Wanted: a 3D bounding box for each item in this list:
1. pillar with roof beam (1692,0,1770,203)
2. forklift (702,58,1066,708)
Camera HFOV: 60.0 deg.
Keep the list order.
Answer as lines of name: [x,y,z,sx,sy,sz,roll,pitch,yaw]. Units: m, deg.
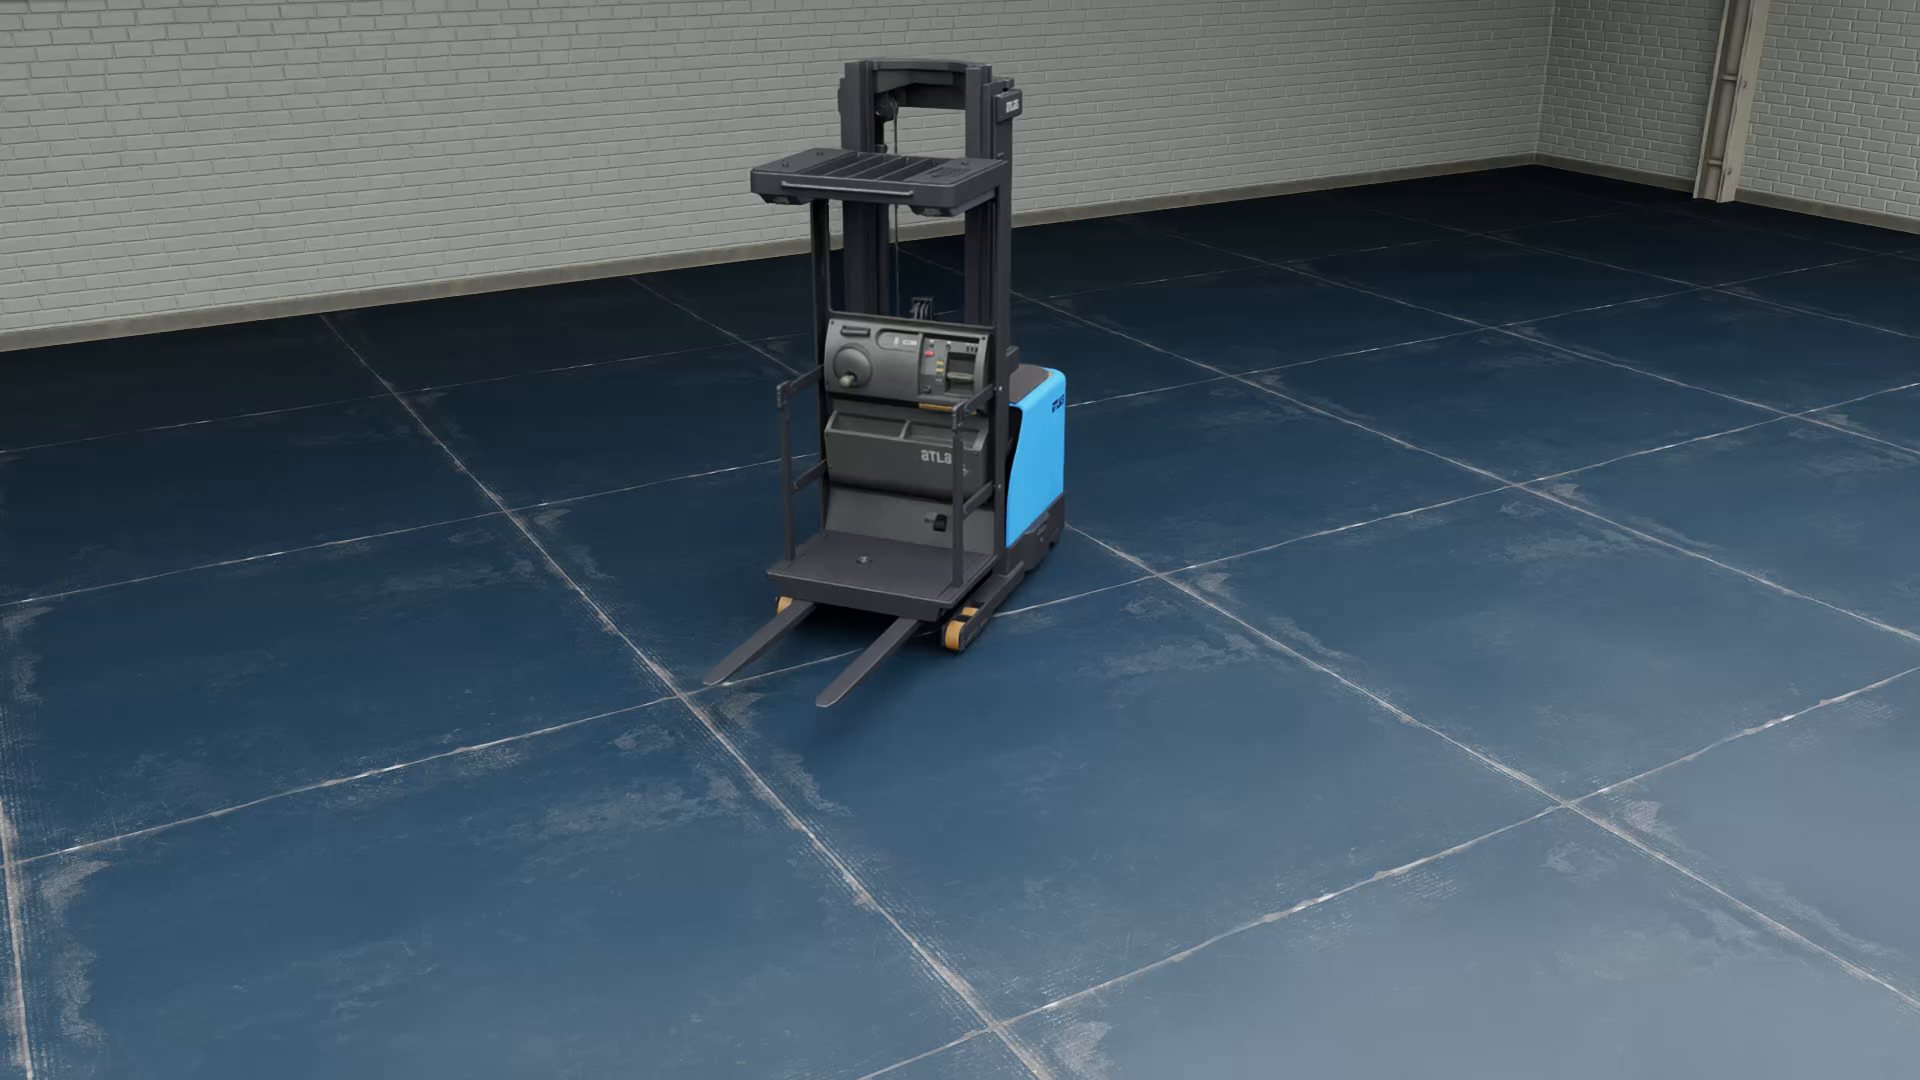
pillar with roof beam: [5.735,-7.611,17.085,9.100,9.000,0.400,-13,25,-28]
forklift: [-0.371,-0.942,8.737,1.130,2.935,3.031,9,24,20]
